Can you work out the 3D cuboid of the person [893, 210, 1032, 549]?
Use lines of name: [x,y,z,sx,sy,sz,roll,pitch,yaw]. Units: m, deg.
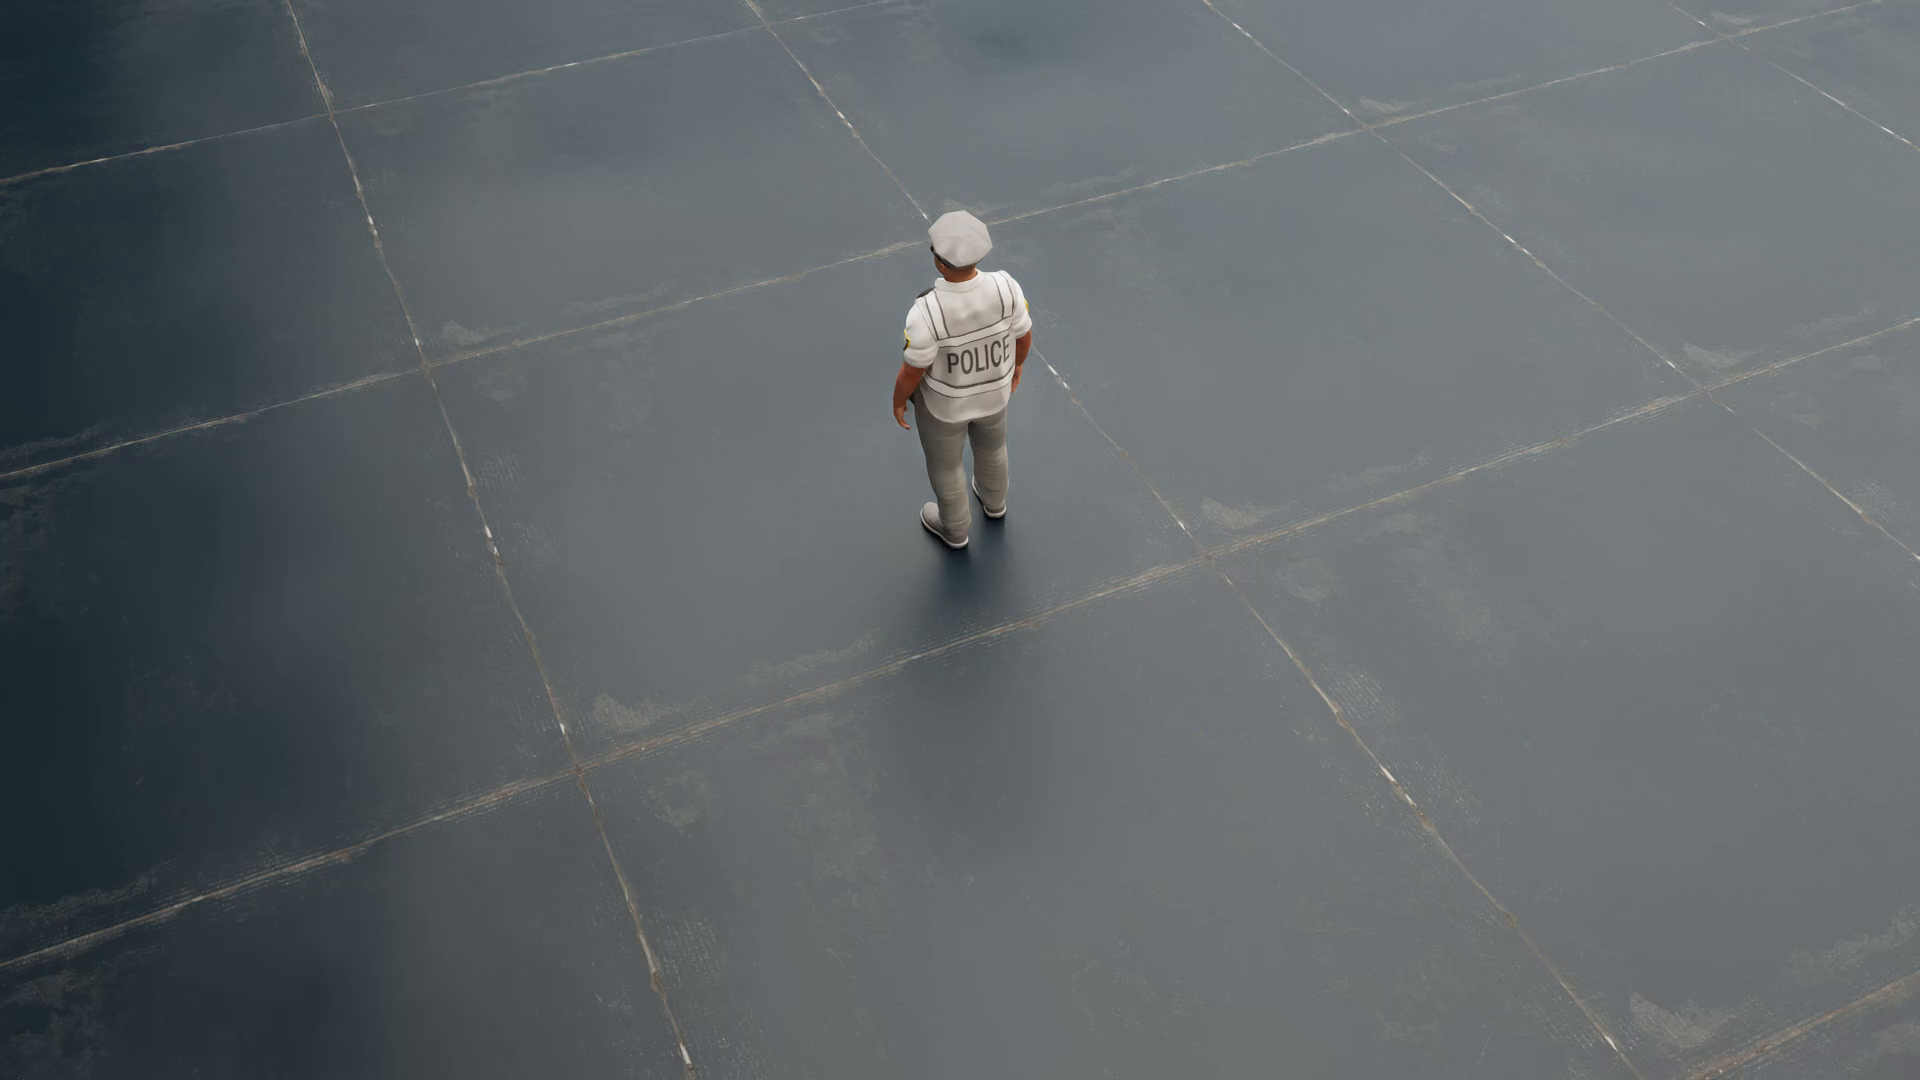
person: [-0.022,-0.709,7.270,0.641,1.780,0.574,-18,46,-18]
